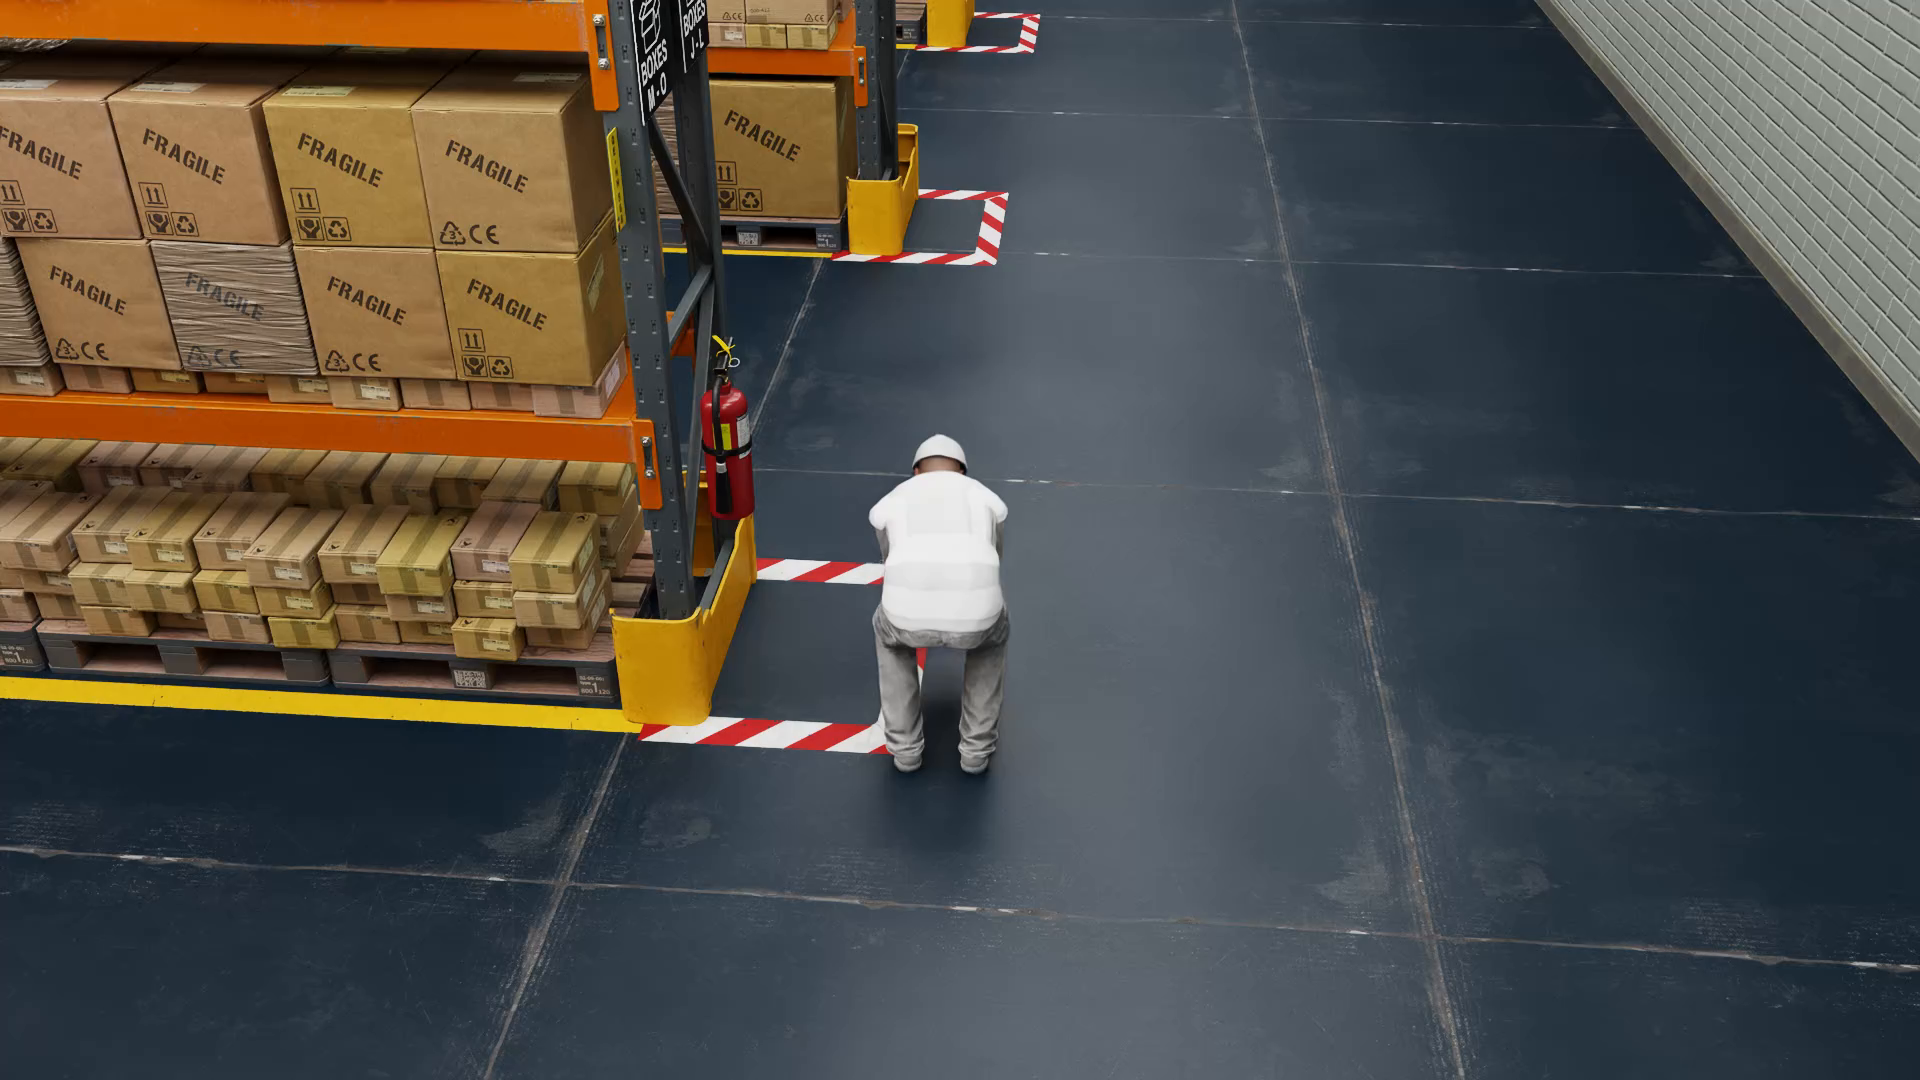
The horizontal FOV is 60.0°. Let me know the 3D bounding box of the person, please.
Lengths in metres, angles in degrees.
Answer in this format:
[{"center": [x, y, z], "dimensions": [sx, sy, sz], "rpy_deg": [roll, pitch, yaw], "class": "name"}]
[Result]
[{"center": [-0.075, 0.266, 6.351], "dimensions": [0.534, 1.081, 0.978], "rpy_deg": [0, 32, 0], "class": "person"}]
